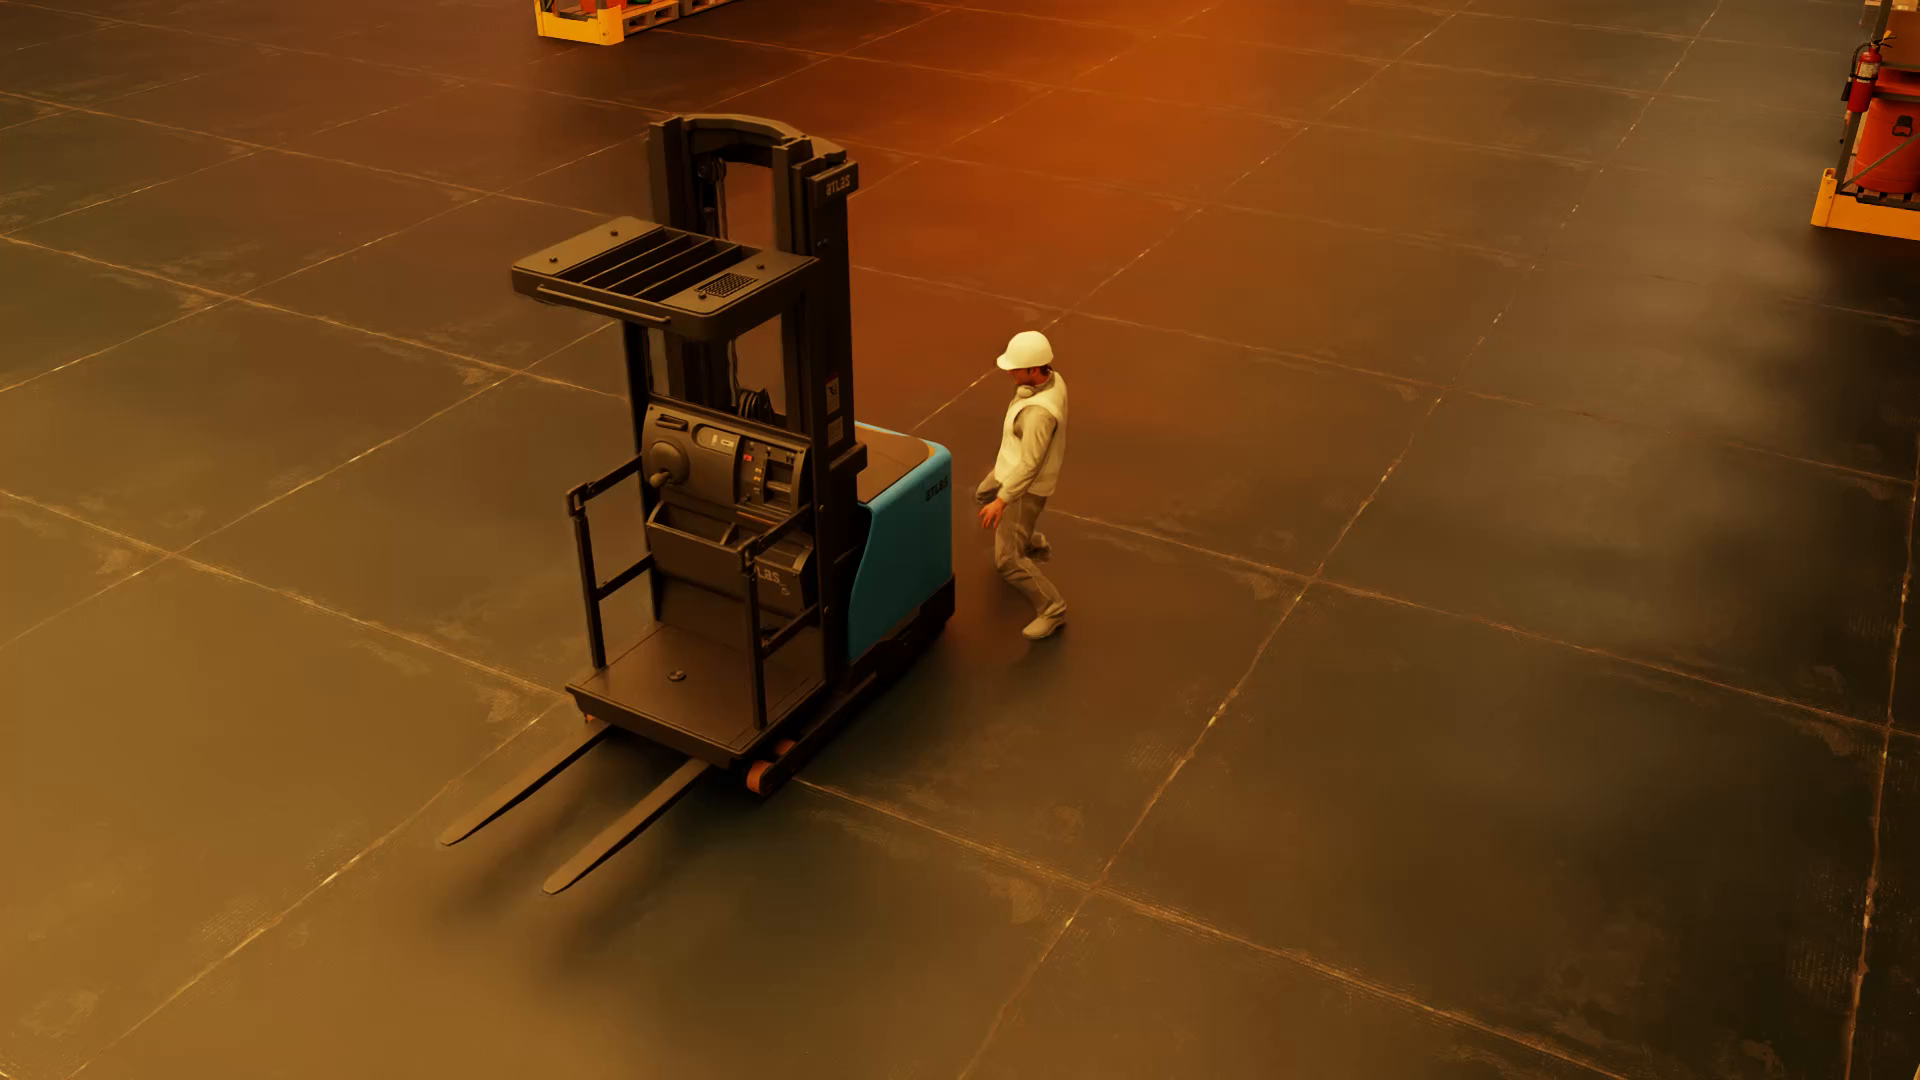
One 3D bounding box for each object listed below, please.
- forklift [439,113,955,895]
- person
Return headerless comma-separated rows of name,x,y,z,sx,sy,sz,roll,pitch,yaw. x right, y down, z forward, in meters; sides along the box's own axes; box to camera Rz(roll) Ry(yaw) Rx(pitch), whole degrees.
forklift,-1.218,-0.323,7.630,1.130,2.935,3.031,17,34,26
person,0.335,-0.377,9.019,0.594,1.667,0.916,5,30,9
